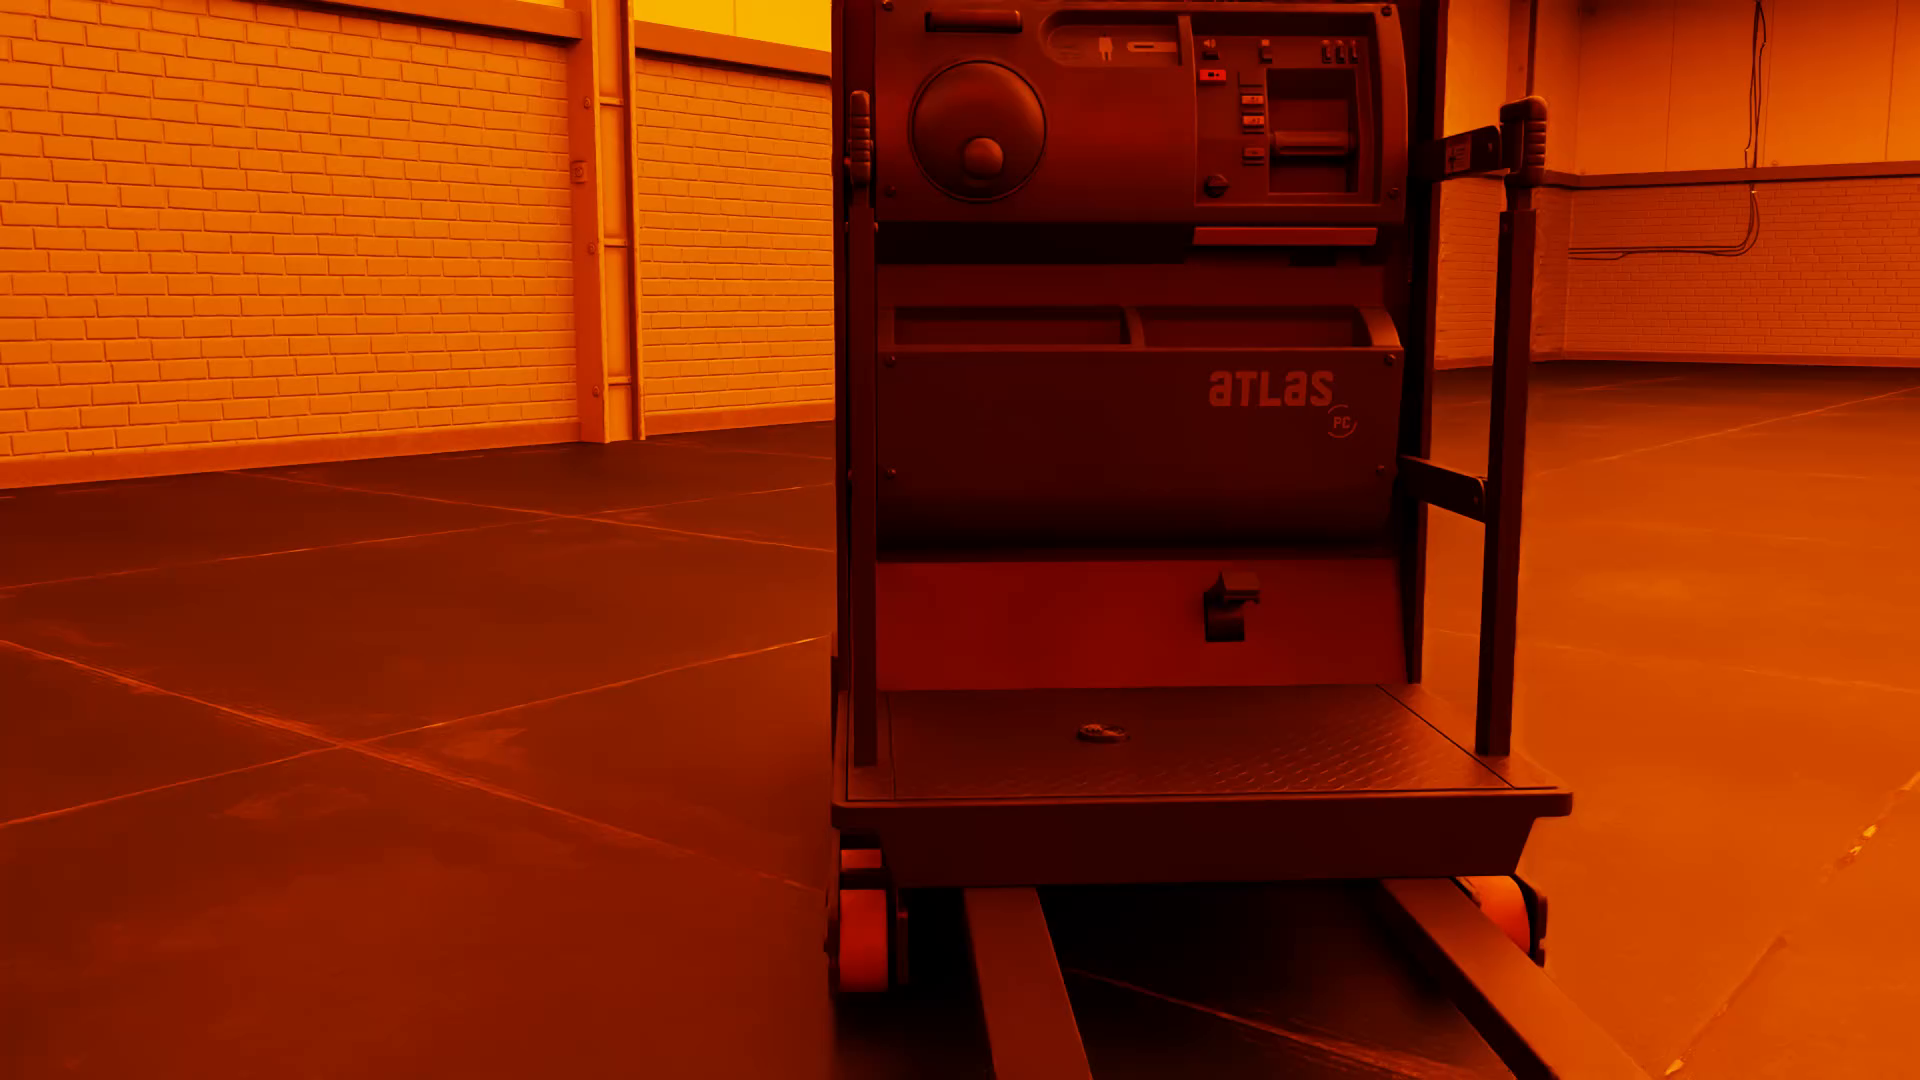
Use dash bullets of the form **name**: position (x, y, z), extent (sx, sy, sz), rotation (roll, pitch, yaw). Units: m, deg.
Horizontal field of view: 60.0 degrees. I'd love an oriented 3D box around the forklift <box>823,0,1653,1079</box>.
- **forklift**: position (0.331, -0.793, 2.700), extent (1.130, 2.935, 3.031), rotation (-1, 8, -3)
